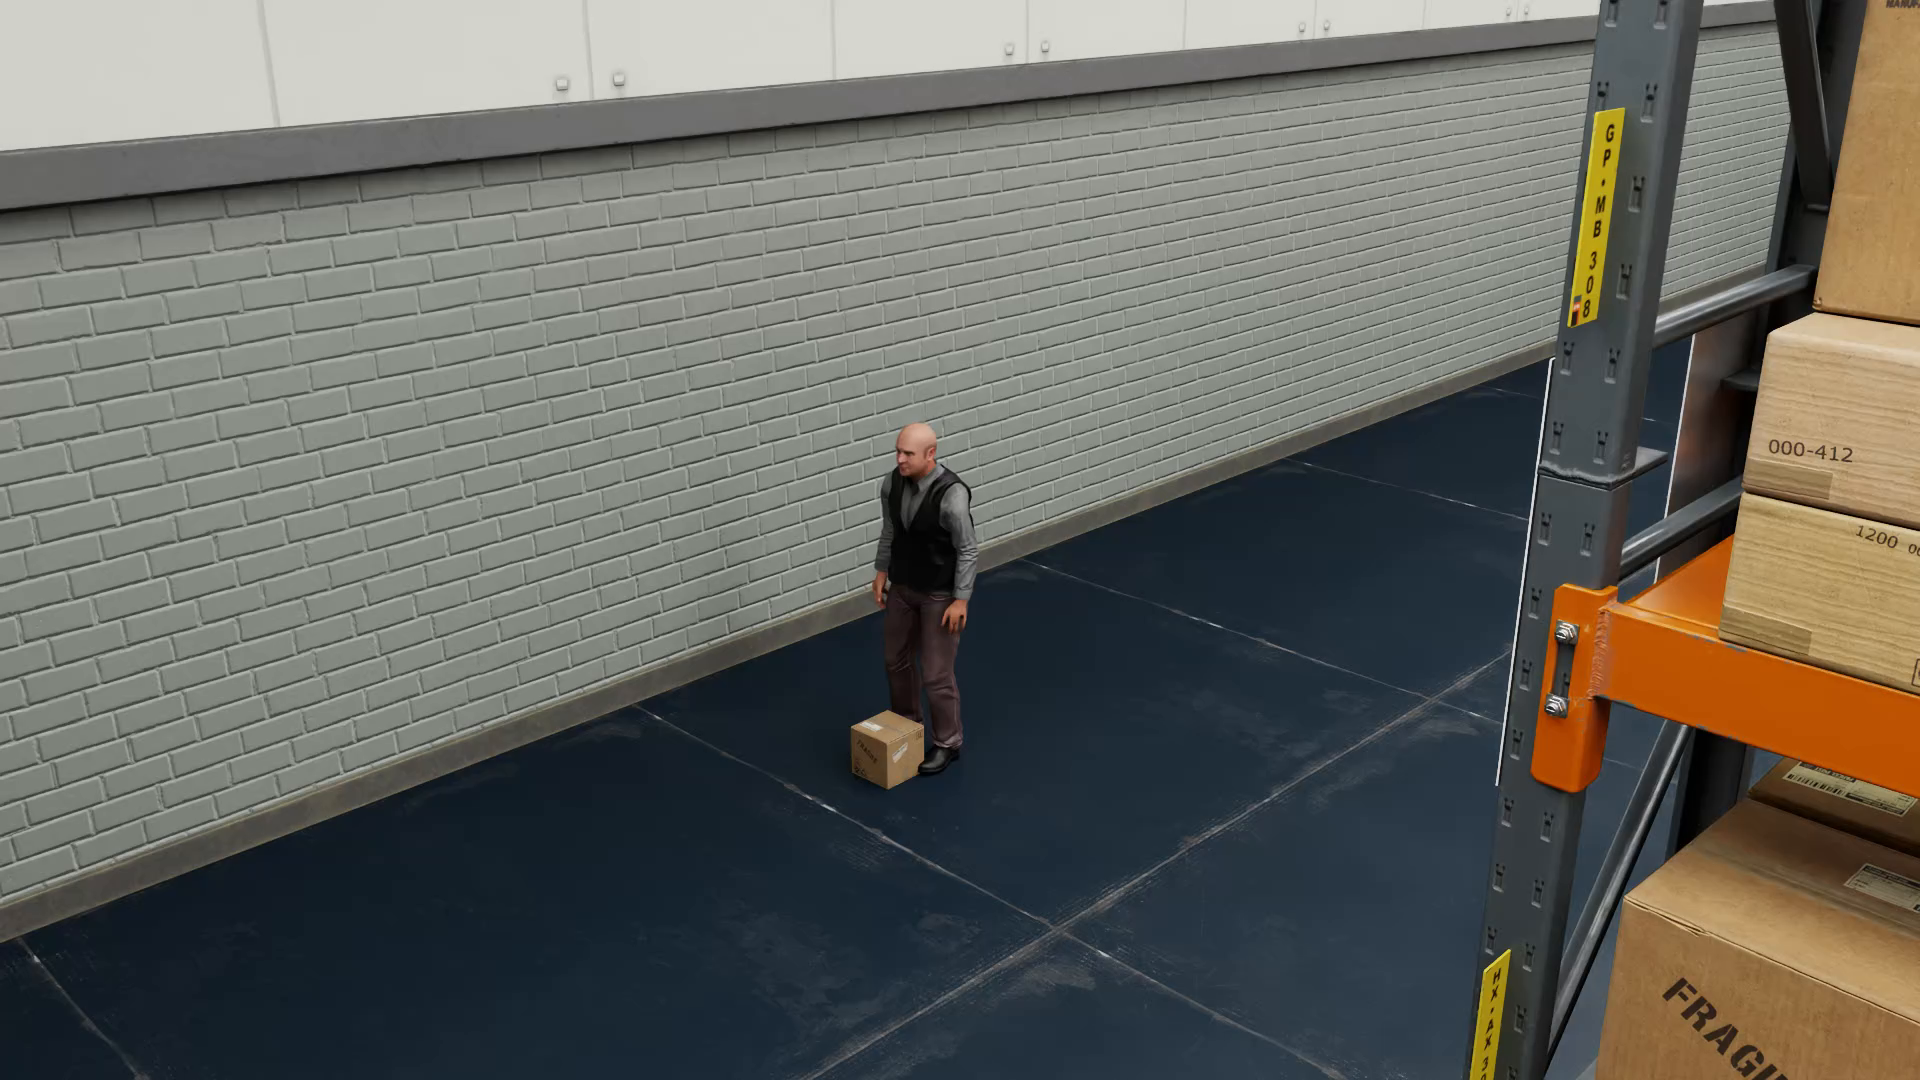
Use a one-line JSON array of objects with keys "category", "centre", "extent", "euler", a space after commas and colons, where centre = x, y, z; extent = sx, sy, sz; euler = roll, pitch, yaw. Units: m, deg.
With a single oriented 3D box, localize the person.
[{"category": "person", "centre": [-0.154, 0.249, 7.944], "extent": [0.588, 1.721, 0.411], "euler": [18, 27, 40]}]
